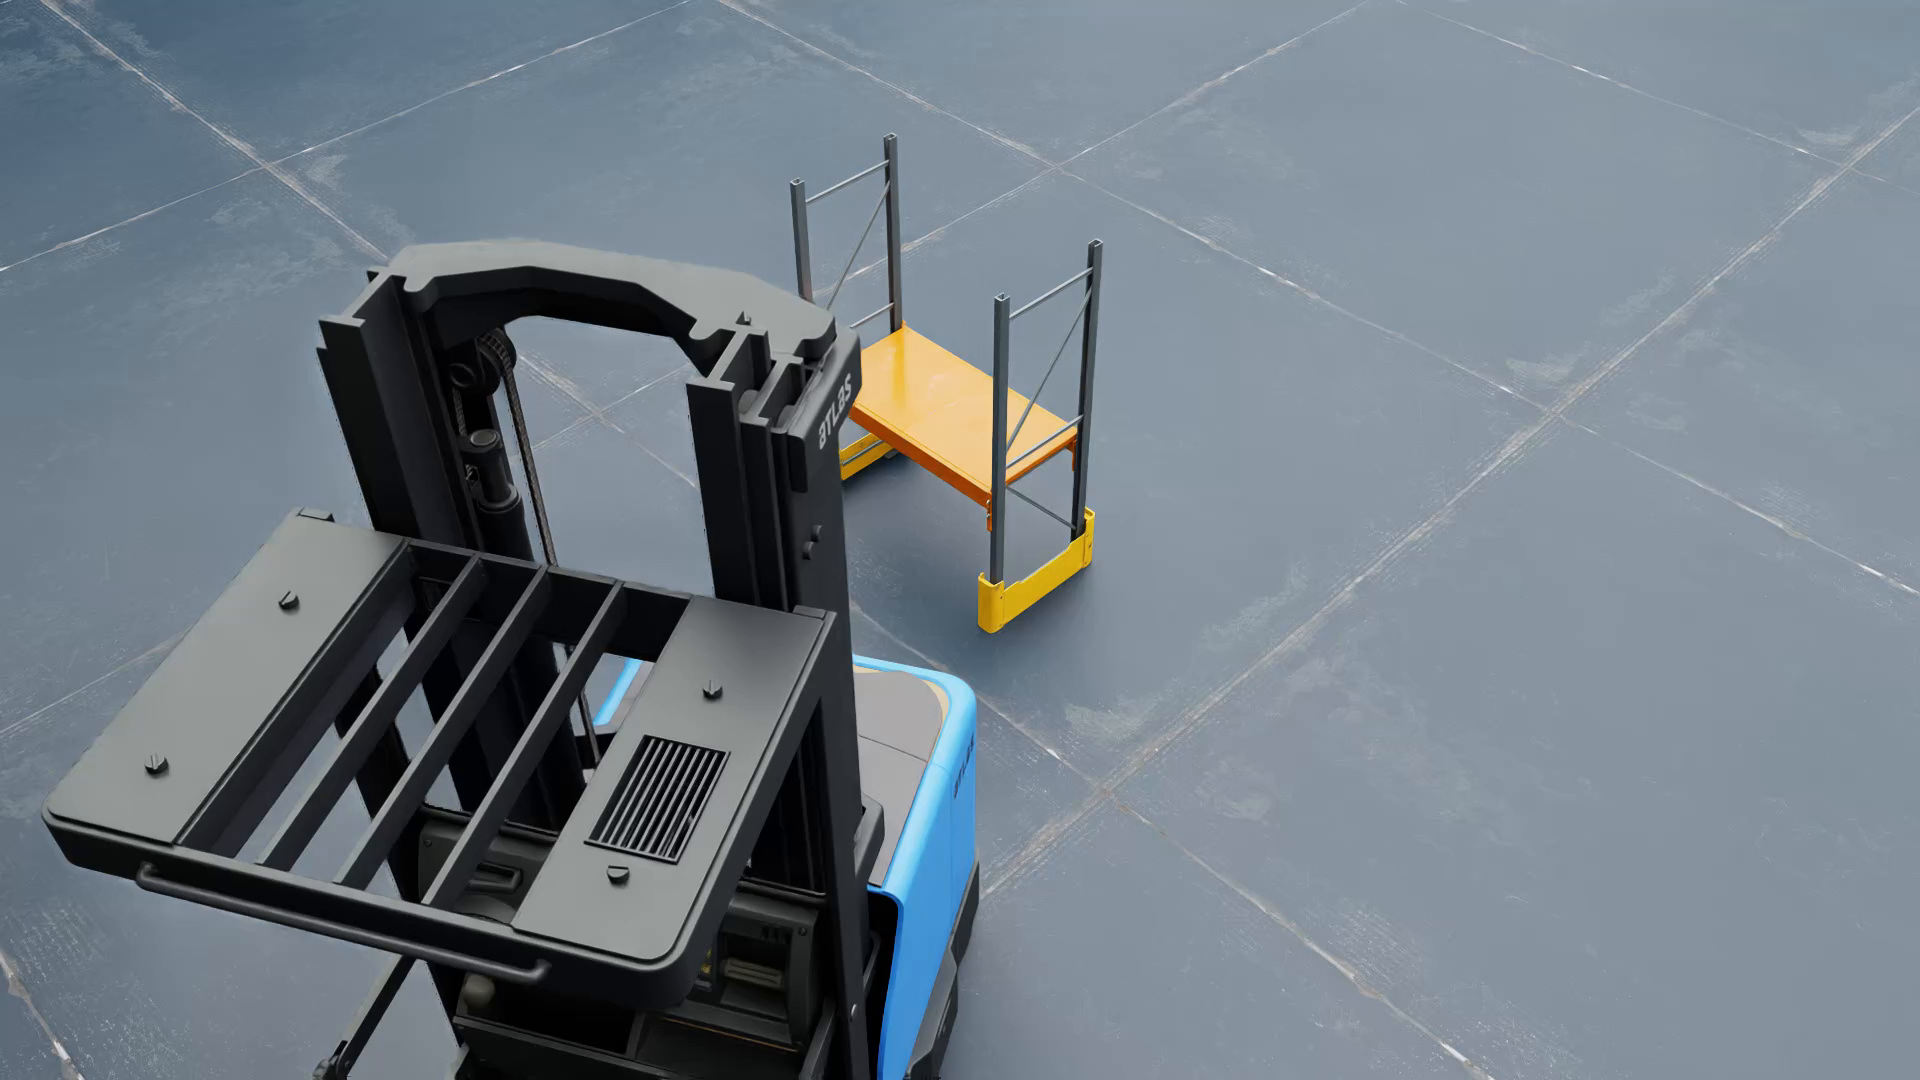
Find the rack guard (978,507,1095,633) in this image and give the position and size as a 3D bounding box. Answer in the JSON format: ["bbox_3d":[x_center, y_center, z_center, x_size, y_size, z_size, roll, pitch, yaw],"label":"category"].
[{"bbox_3d":[0.298,0.111,6.446,0.587,0.250,0.087,-34,53,-31],"label":"rack guard"}]

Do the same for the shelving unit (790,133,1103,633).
[{"bbox_3d":[-0.054,-0.587,6.281,0.587,1.500,1.083,-34,53,-31],"label":"shelving unit"}]

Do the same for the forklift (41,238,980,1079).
[{"bbox_3d":[-0.820,0.986,3.524,1.130,2.935,3.031,10,44,11],"label":"forklift"}]

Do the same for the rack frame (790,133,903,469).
[{"bbox_3d":[-0.419,-0.836,6.550,0.500,1.500,0.032,-34,53,-31],"label":"rack frame"}]

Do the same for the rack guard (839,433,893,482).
[{"bbox_3d":[-0.406,-0.368,6.964,0.587,0.250,0.087,-34,53,-31],"label":"rack guard"}]

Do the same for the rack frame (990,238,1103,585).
[{"bbox_3d":[0.299,-0.348,6.021,0.500,1.500,0.032,-34,53,-31],"label":"rack frame"}]

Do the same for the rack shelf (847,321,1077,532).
[{"bbox_3d":[-0.060,-0.460,6.407,0.538,0.185,1.000,-34,53,-31],"label":"rack shelf"}]
